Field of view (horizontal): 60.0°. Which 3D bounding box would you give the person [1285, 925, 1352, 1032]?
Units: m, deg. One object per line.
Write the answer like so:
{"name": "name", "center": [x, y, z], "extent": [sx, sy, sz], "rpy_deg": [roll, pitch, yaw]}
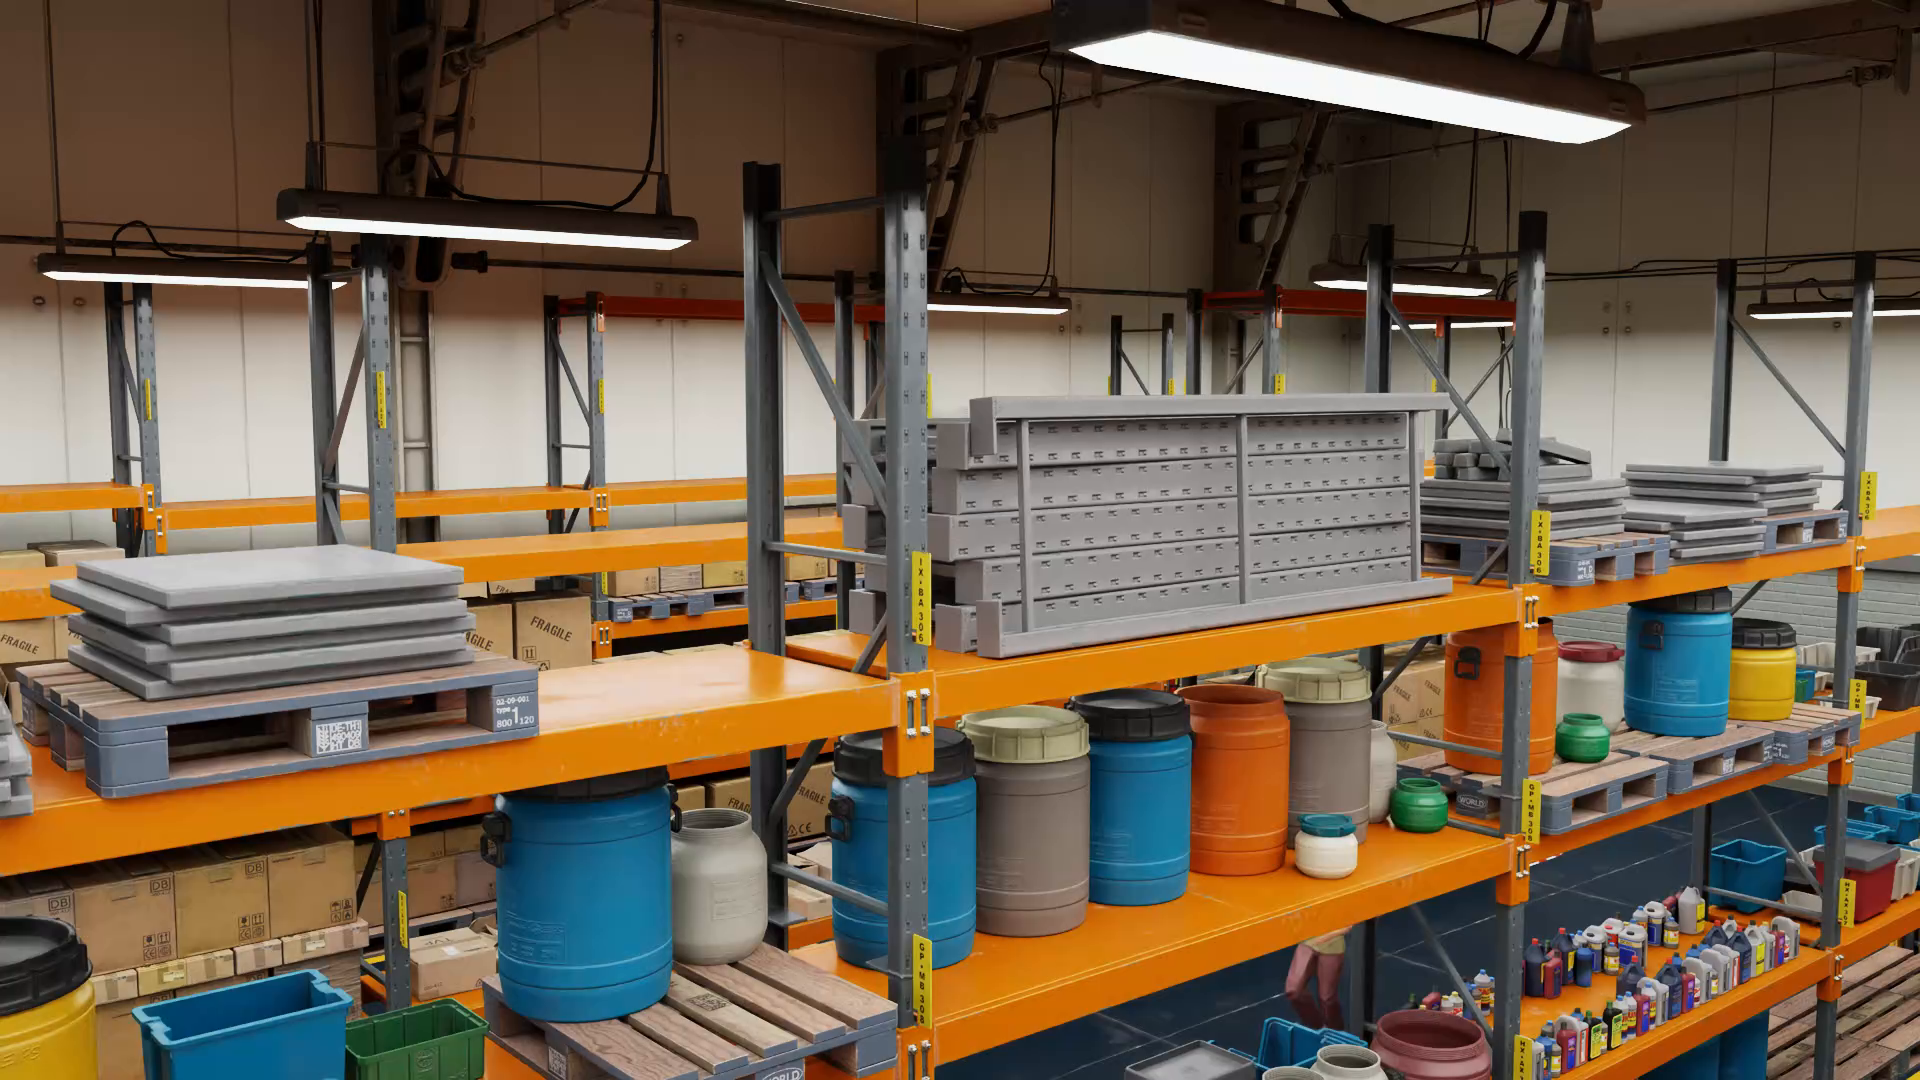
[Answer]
{"name": "person", "center": [2.770, 3.123, 12.723], "extent": [0.588, 1.638, 0.629], "rpy_deg": [4, 7, 37]}
